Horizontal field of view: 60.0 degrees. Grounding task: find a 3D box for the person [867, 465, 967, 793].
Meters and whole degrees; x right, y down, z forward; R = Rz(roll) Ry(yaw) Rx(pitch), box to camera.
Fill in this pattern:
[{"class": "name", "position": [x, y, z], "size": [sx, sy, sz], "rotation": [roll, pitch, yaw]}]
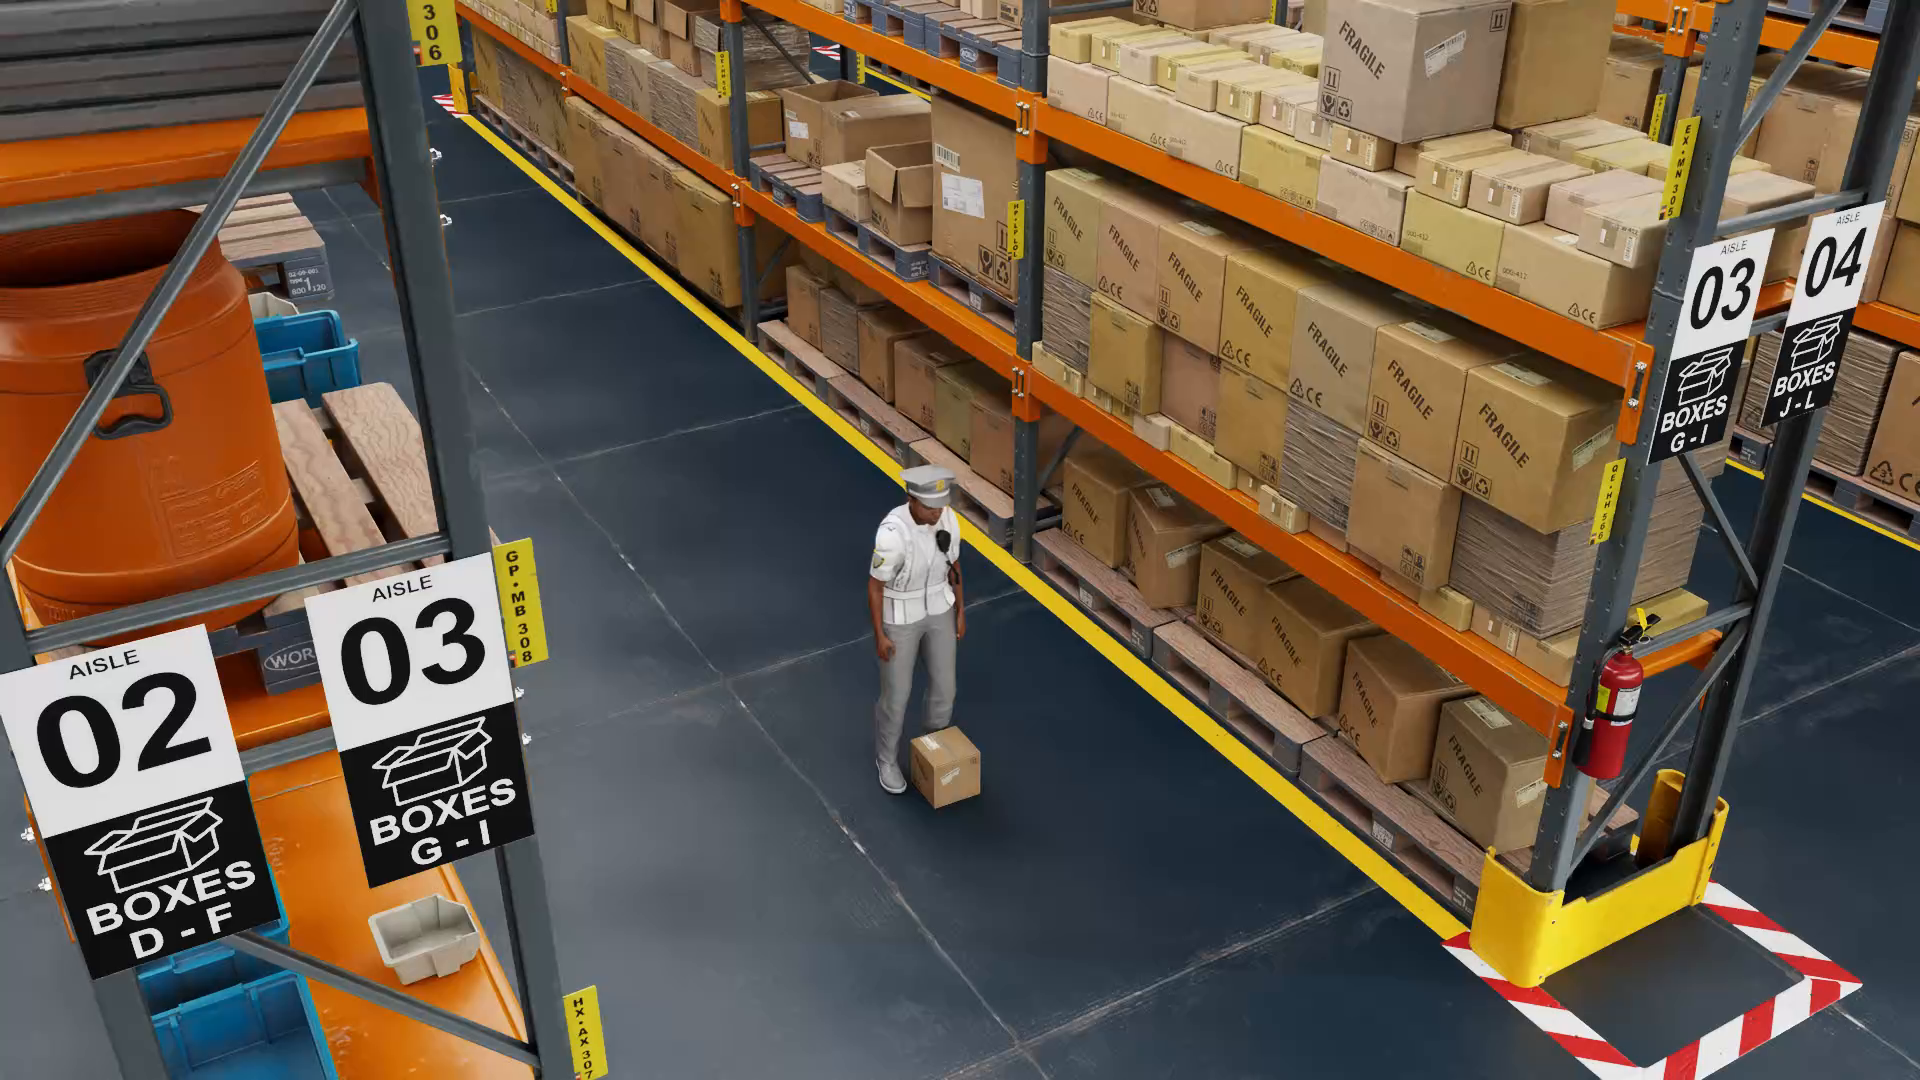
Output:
[{"class": "person", "position": [-0.197, 0.392, 7.853], "size": [0.505, 1.659, 0.416], "rotation": [-16, 33, -26]}]
